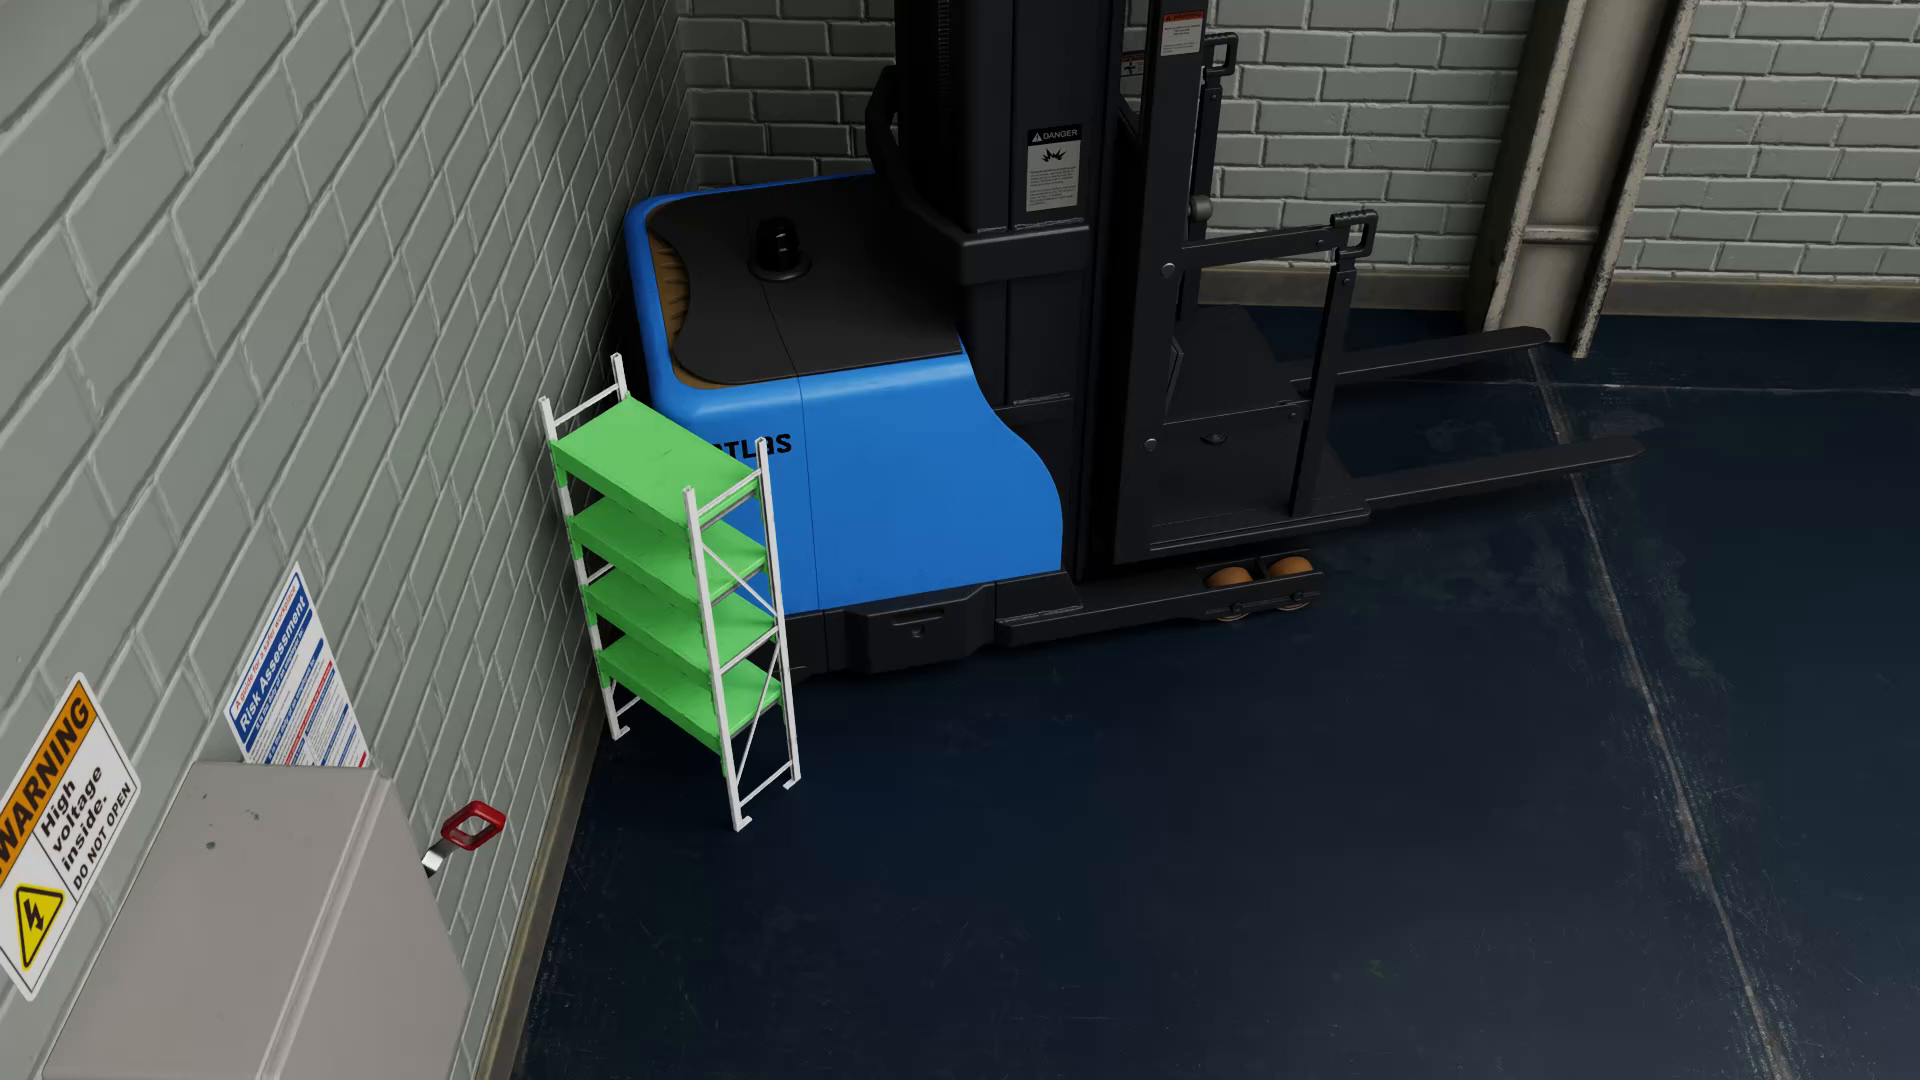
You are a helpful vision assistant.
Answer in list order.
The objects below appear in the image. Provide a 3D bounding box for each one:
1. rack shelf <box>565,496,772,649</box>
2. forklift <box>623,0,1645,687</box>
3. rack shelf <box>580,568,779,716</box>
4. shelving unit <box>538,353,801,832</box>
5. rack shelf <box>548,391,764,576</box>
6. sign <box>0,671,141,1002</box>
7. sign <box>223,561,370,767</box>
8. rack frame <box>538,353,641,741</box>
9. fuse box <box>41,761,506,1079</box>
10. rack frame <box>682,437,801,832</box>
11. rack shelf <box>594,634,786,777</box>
[{"bbox_3d":[-0.705,0.035,4.074,0.480,0.148,0.258,30,51,28],"label":"rack shelf"},{"bbox_3d":[0.606,-1.171,4.357,3.031,2.935,1.130,-9,44,-10],"label":"forklift"},{"bbox_3d":[-0.705,0.211,4.237,0.480,0.148,0.258,30,51,28],"label":"rack shelf"},{"bbox_3d":[-0.705,0.164,4.194,0.503,1.200,0.258,30,51,28],"label":"shelving unit"},{"bbox_3d":[-0.705,-0.140,3.910,0.480,0.148,0.258,30,51,28],"label":"rack shelf"},{"bbox_3d":[-1.117,0.362,2.055,0.001,0.242,0.339,2,43,2],"label":"sign"},{"bbox_3d":[-1.093,0.325,2.770,0.001,0.494,0.329,2,43,2],"label":"sign"},{"bbox_3d":[-0.891,0.057,4.309,0.015,1.200,0.240,30,51,28],"label":"rack frame"},{"bbox_3d":[-0.908,1.105,2.809,0.414,1.711,0.539,2,43,2],"label":"fuse box"},{"bbox_3d":[-0.519,0.272,4.078,0.015,1.200,0.240,30,51,28],"label":"rack frame"},{"bbox_3d":[-0.705,0.387,4.401,0.480,0.148,0.258,30,51,28],"label":"rack shelf"}]
